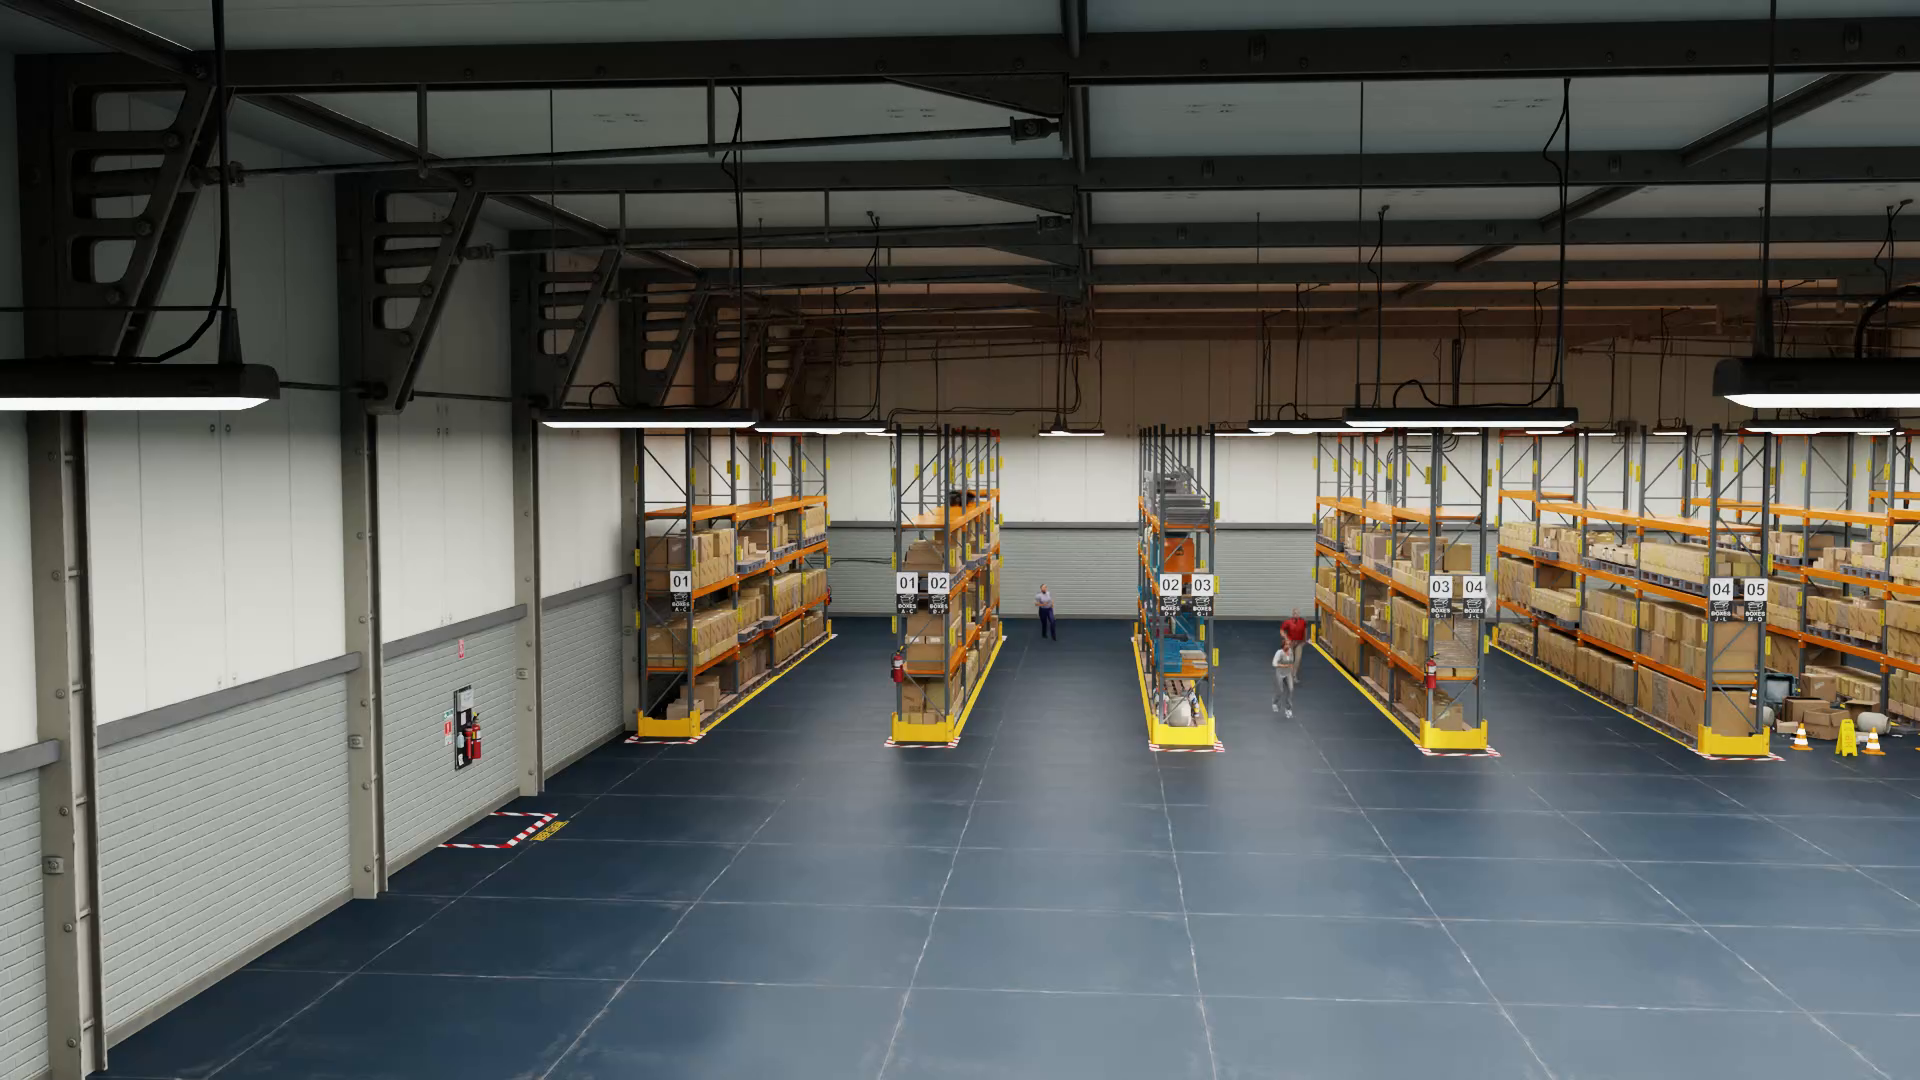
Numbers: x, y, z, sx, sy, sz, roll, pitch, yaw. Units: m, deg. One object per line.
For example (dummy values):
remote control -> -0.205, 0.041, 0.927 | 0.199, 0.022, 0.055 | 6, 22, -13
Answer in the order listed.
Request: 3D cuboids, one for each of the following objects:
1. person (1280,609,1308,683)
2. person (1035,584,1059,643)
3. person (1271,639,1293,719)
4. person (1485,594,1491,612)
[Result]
person -> 7.931, 2.489, 39.471 | 0.688, 1.713, 0.813 | 0, 3, -5
person -> 2.379, 2.072, 47.039 | 0.646, 1.682, 0.809 | -1, 4, -20
person -> 6.674, 2.837, 34.365 | 0.562, 1.625, 0.819 | -1, 4, -18
person -> 14.595, 2.022, 46.993 | 0.925, 1.659, 0.671 | -2, 4, -35
